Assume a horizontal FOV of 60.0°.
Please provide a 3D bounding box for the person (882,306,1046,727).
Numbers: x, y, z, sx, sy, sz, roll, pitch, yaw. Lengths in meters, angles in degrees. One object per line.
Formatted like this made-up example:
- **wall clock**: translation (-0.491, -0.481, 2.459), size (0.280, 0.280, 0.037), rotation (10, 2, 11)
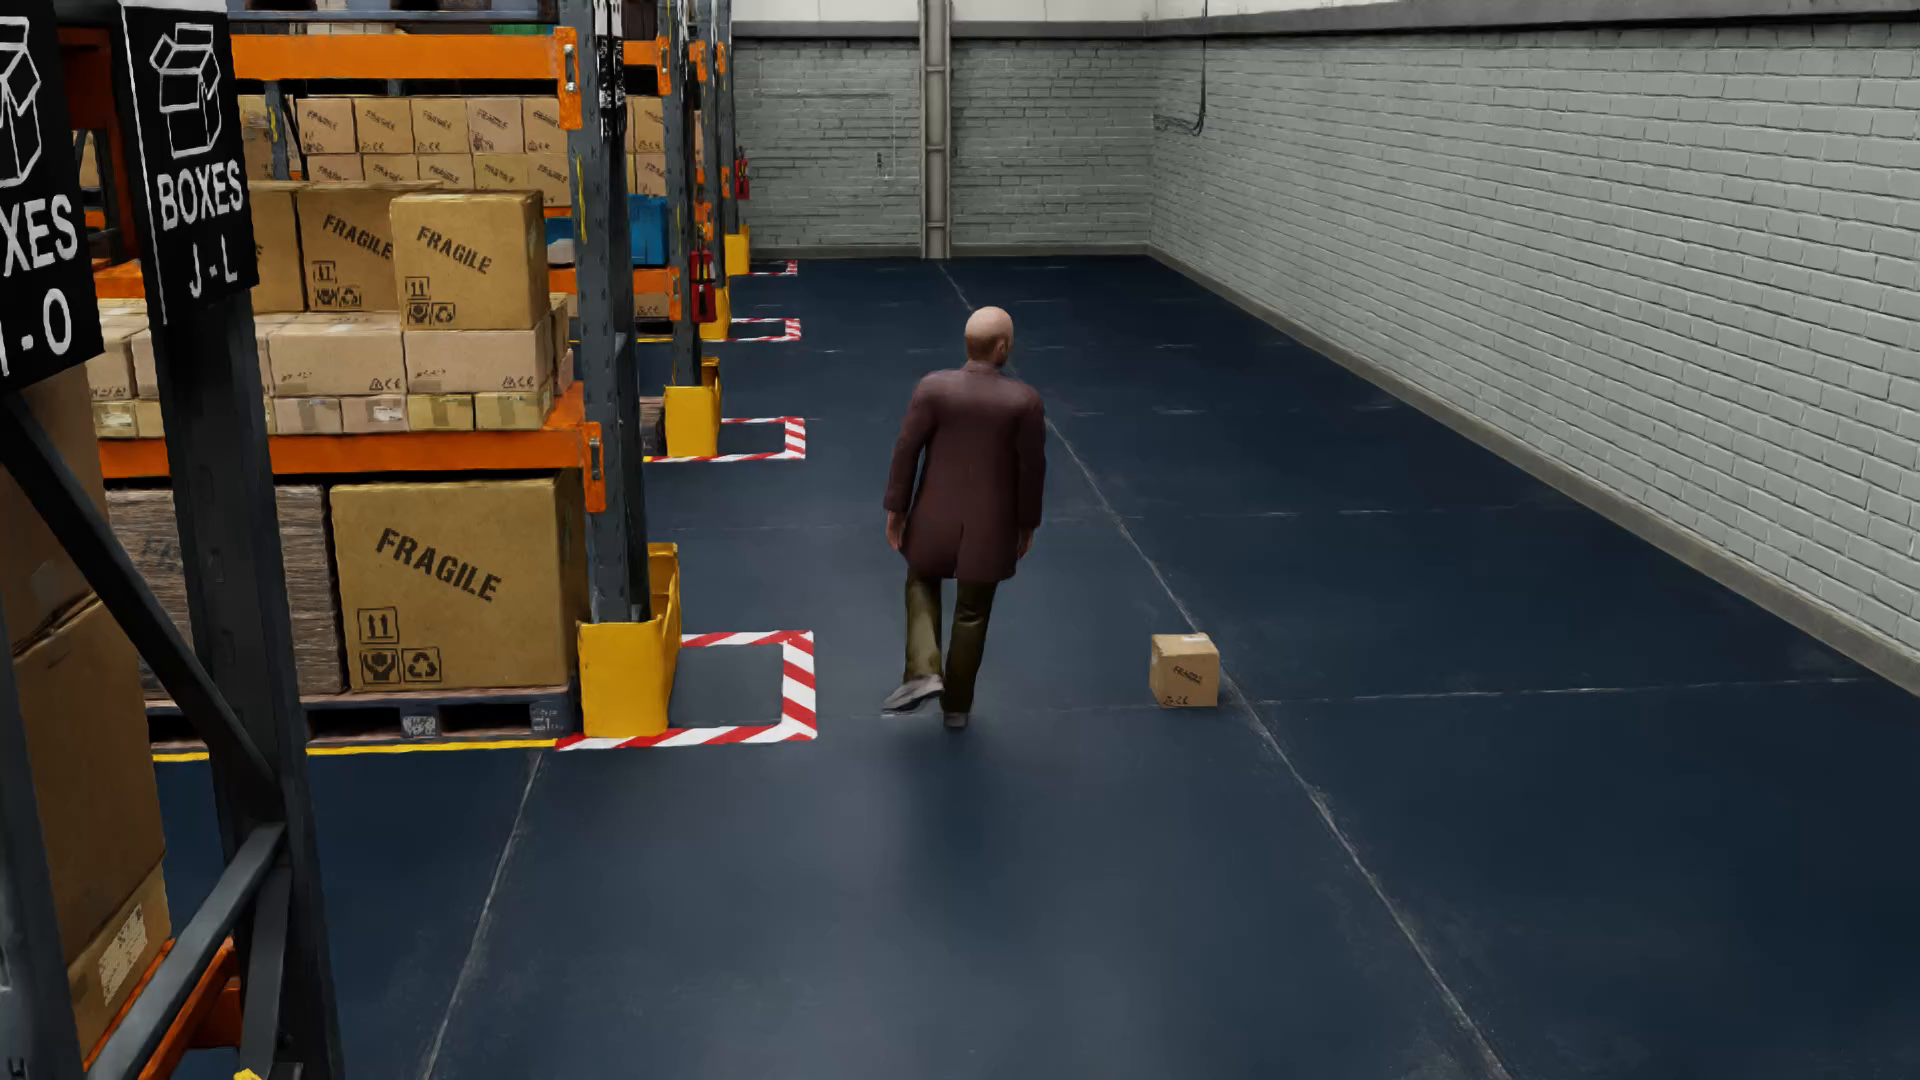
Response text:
- **person**: translation (0.016, -0.087, 6.819), size (0.677, 1.771, 0.528), rotation (2, 17, 6)
